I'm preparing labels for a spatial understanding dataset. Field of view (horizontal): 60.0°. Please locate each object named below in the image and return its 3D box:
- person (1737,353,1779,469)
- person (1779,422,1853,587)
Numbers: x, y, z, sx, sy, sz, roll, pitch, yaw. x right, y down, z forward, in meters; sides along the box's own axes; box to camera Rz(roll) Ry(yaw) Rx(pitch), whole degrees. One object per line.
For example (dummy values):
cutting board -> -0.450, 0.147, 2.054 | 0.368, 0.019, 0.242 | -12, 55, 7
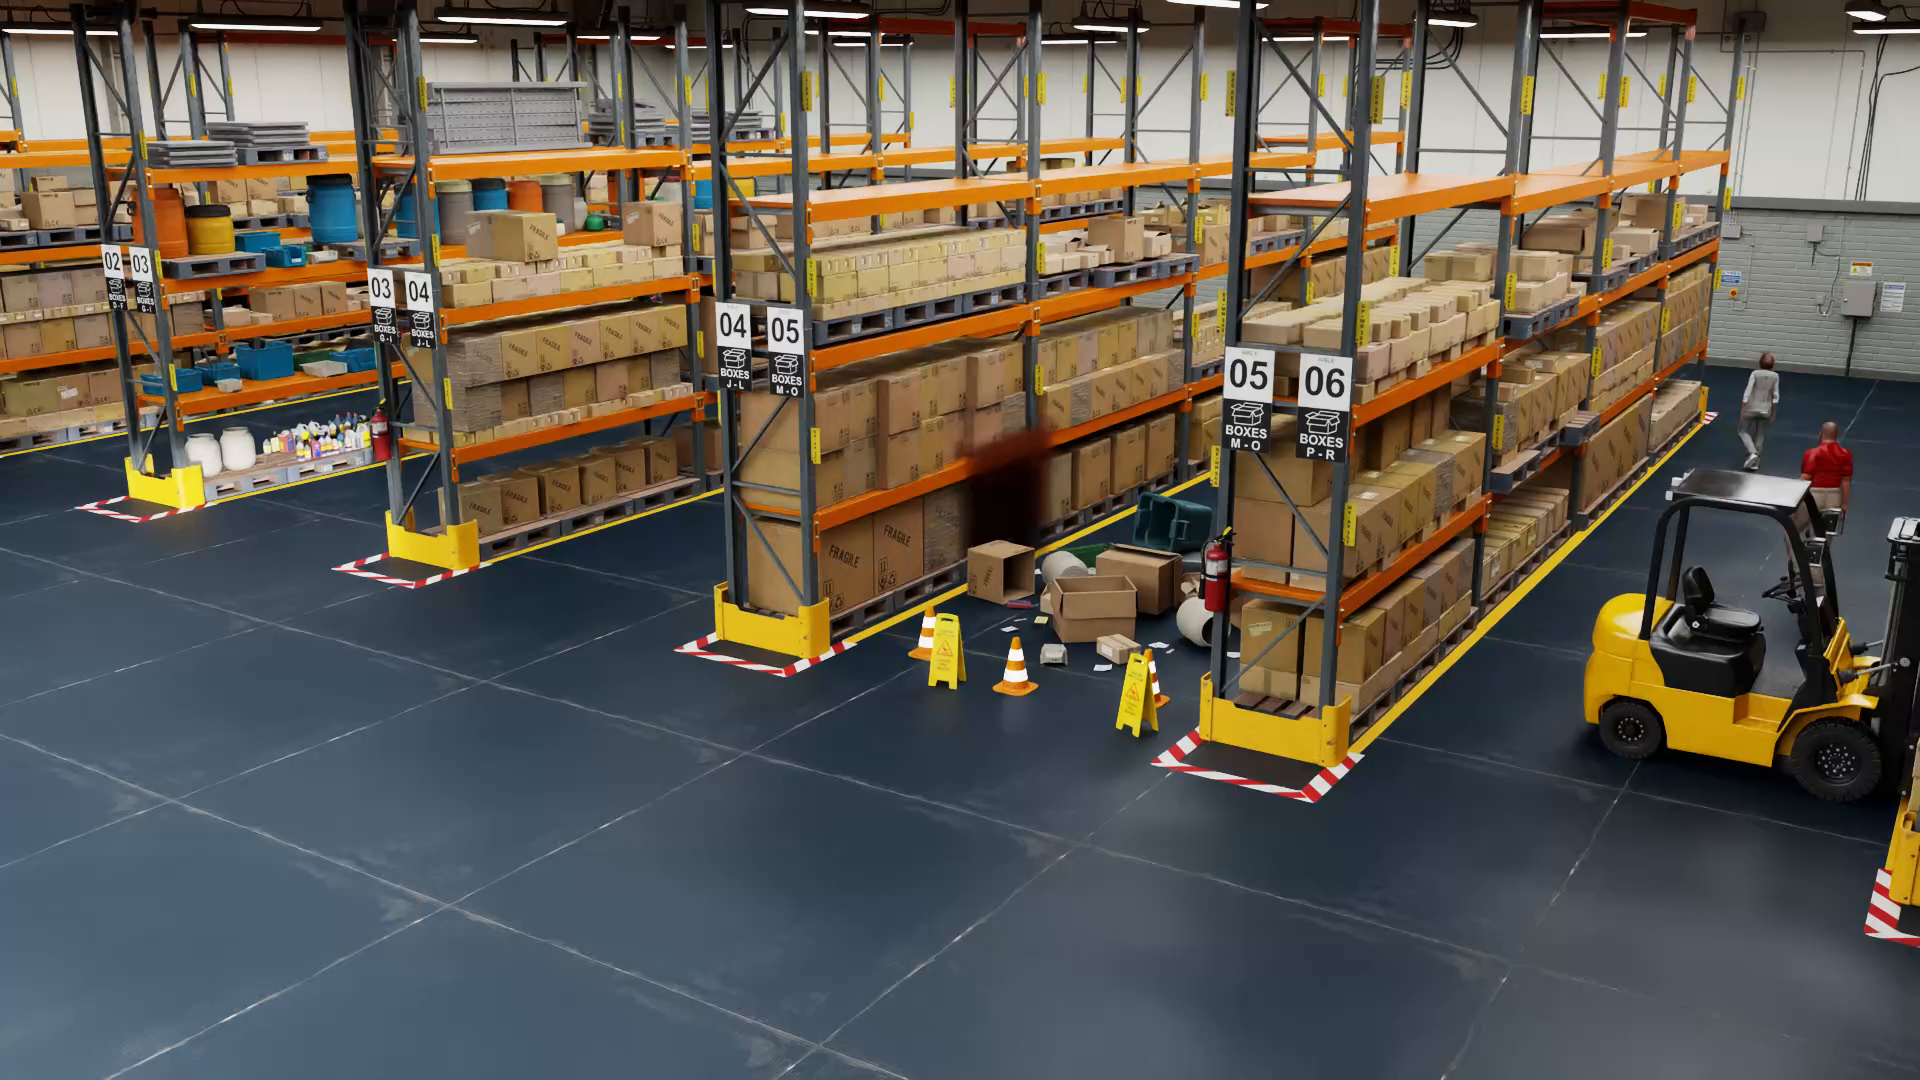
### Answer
person -> 10.766, -1.716, 22.401 | 0.469, 1.602, 0.547 | 3, 16, 10
person -> 8.967, -0.358, 17.362 | 0.569, 1.766, 0.404 | 0, 16, 1
